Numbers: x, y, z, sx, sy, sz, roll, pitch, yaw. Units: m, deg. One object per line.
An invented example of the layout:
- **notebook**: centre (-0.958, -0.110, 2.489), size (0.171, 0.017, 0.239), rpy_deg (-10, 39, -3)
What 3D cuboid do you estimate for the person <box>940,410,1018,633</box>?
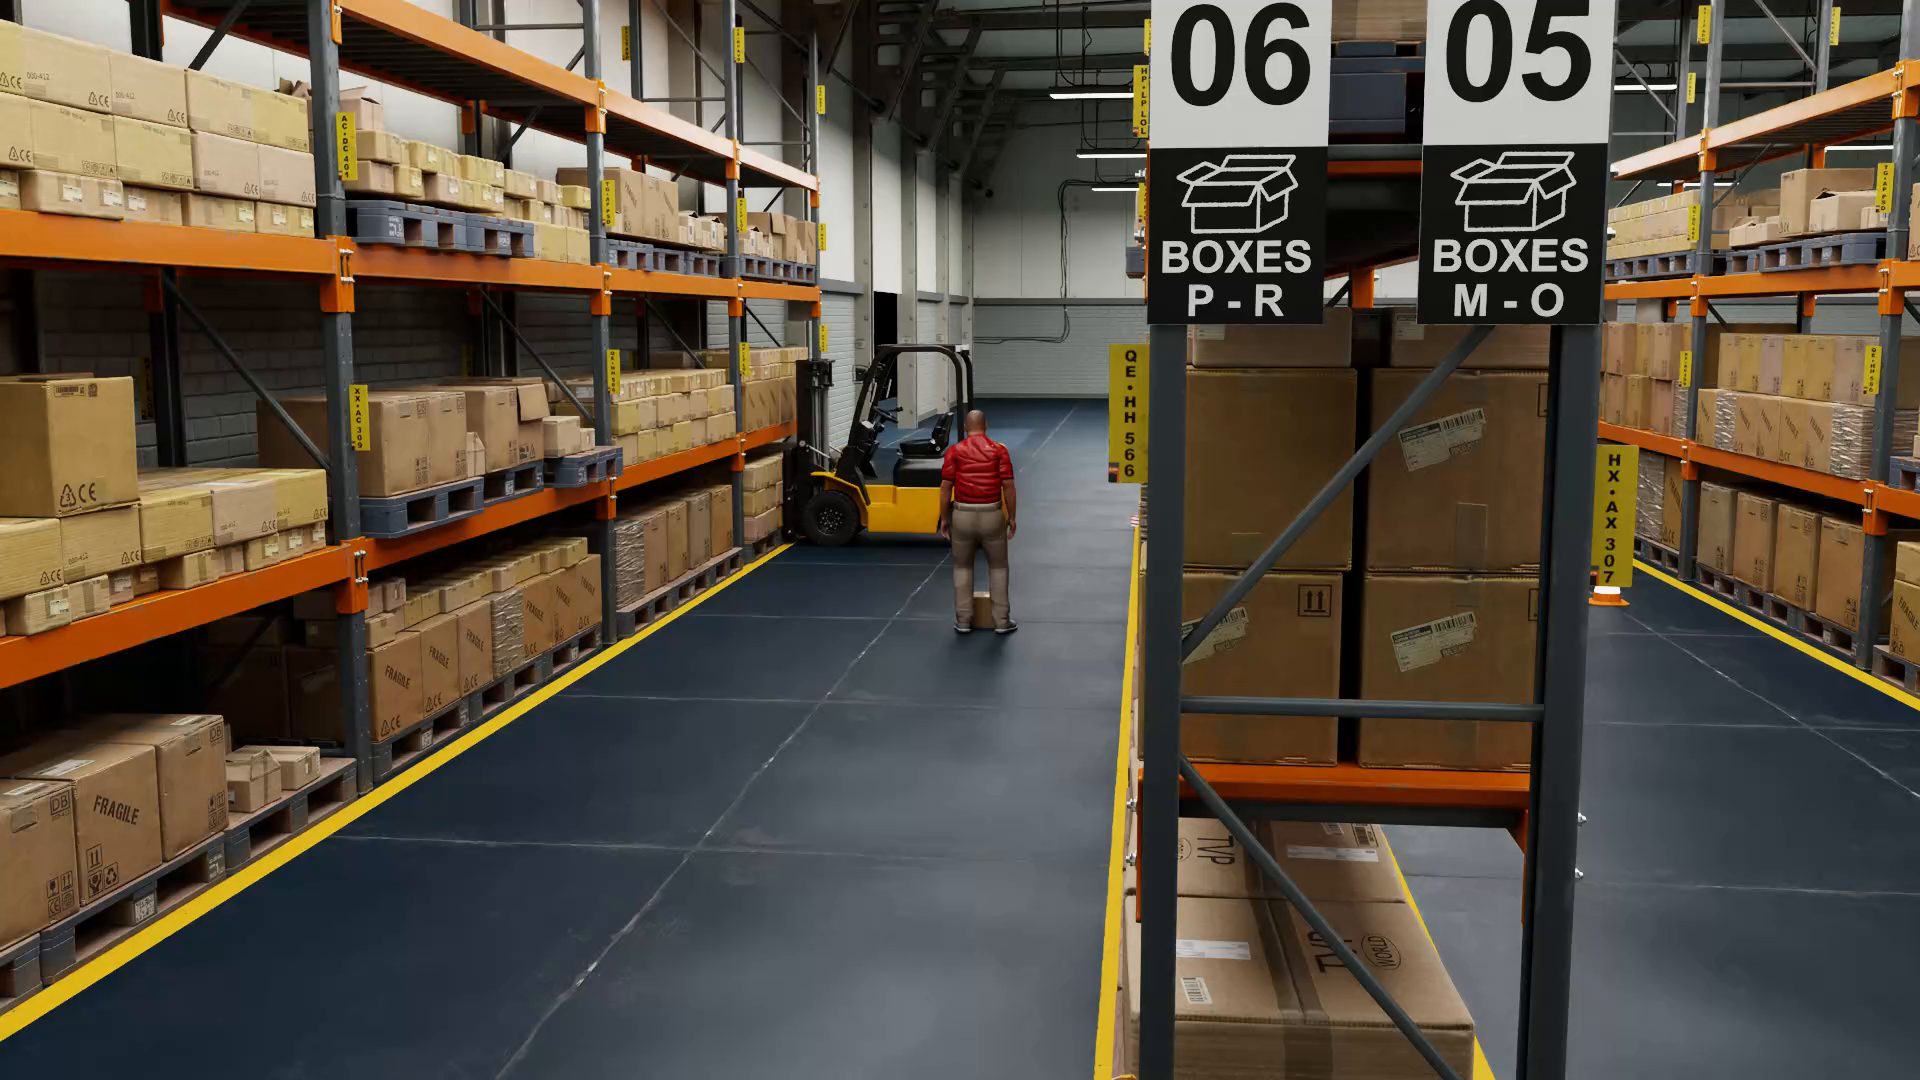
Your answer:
- **person**: centre (0.146, -0.143, 12.920), size (0.605, 1.728, 0.385), rpy_deg (0, 8, 3)
